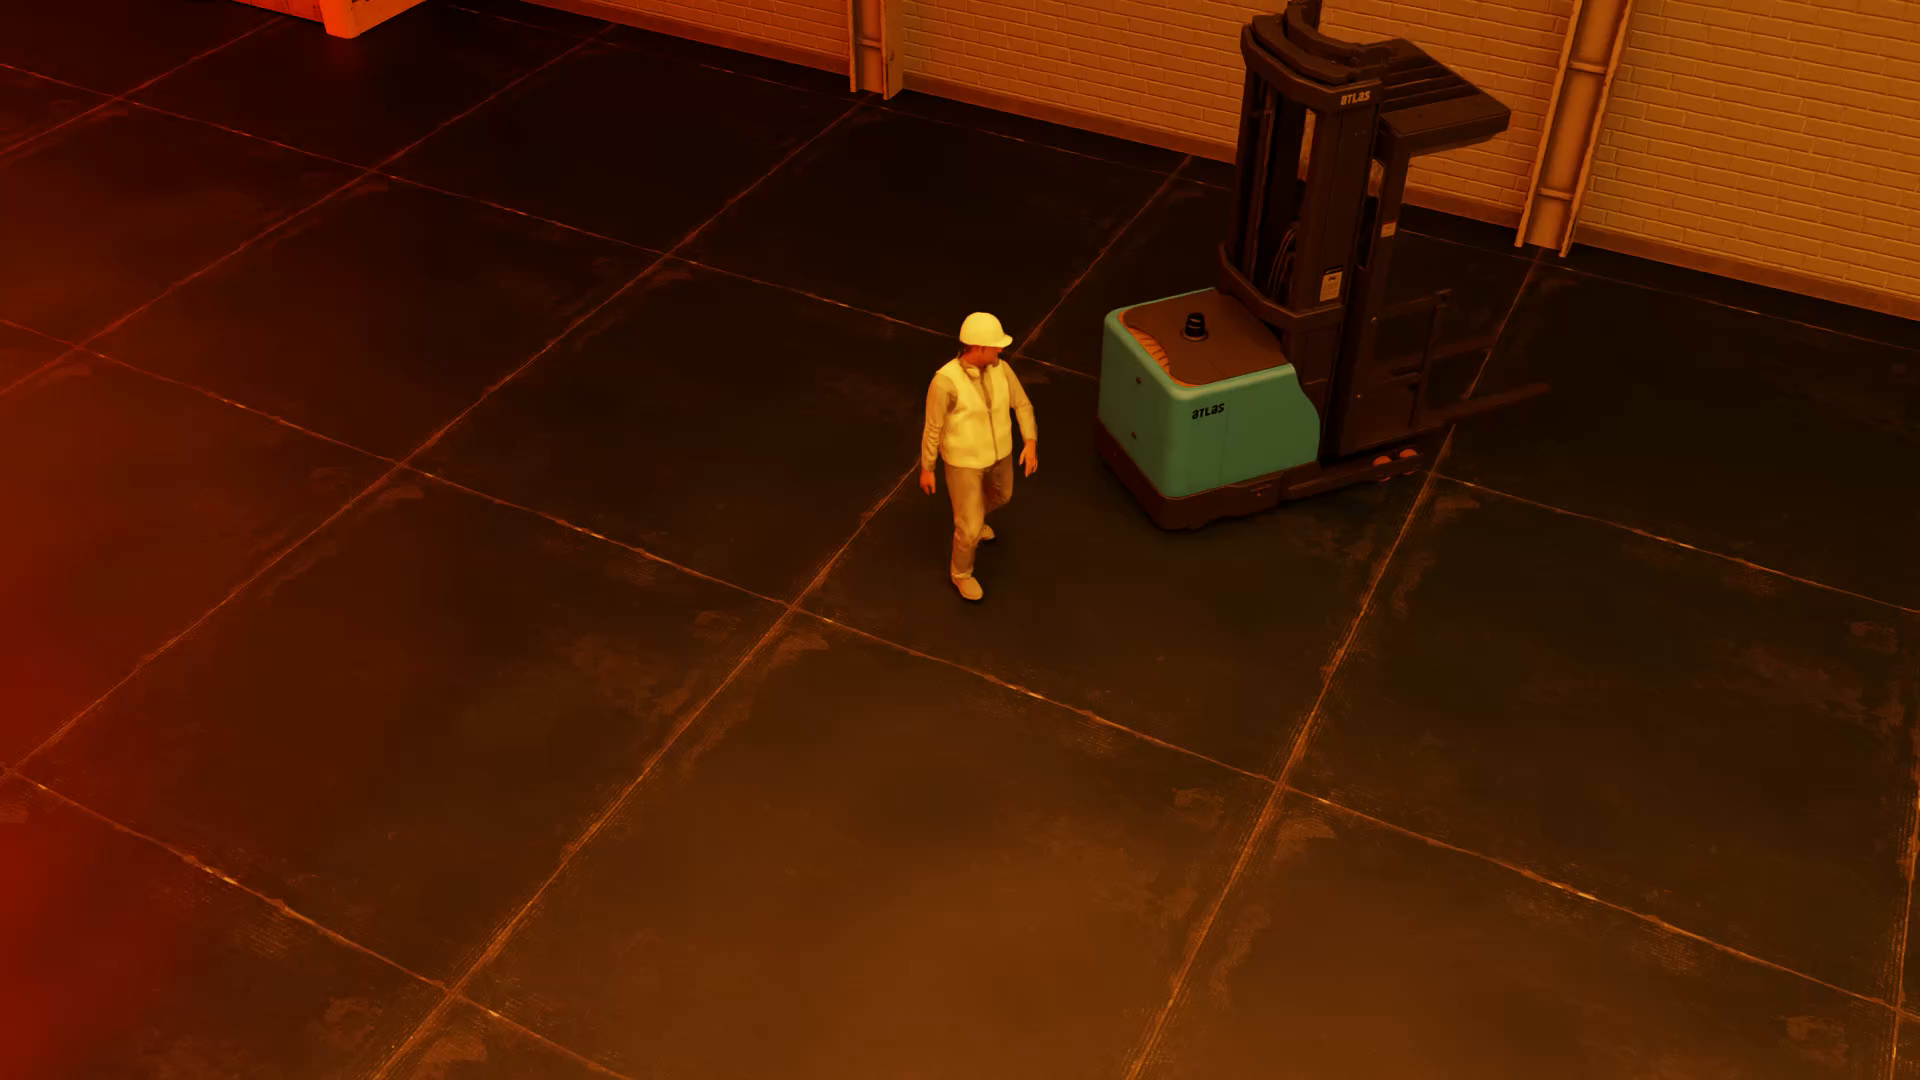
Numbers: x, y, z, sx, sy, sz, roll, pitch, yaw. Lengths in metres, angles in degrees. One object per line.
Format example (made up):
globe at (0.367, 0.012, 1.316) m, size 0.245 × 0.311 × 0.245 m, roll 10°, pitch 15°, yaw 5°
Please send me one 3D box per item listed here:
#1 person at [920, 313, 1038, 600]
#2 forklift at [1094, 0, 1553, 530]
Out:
person at (0.079, -0.477, 9.525) m, size 0.693 × 1.690 × 0.792 m, roll -31°, pitch 49°, yaw -31°
forklift at (2.443, -1.794, 10.117) m, size 3.031 × 2.935 × 1.130 m, roll -15°, pitch 42°, yaw -17°
